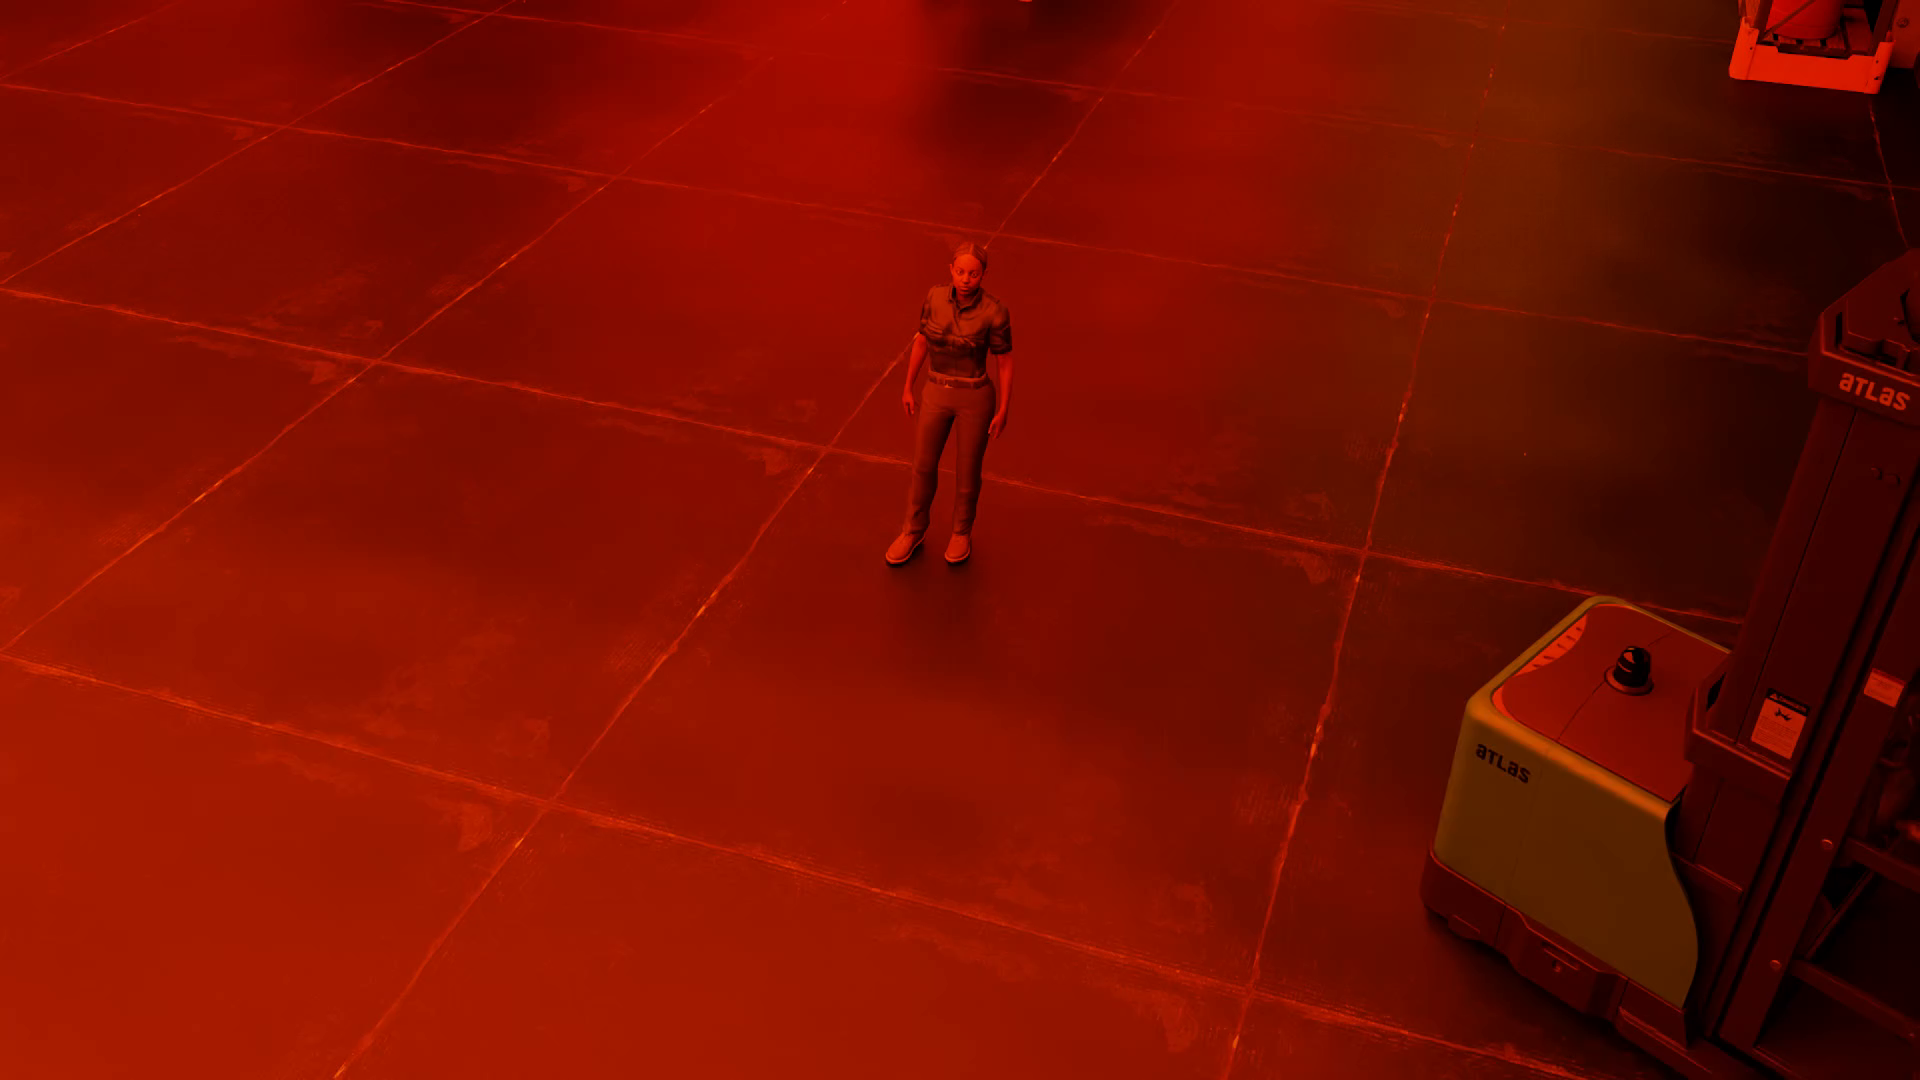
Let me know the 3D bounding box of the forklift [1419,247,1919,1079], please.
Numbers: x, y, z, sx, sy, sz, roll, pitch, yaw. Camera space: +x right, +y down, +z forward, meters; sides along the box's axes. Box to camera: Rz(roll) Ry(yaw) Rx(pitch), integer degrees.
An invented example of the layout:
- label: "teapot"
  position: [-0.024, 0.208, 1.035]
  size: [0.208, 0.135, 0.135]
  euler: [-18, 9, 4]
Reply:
- label: "forklift"
  position: [3.199, 0.677, 5.156]
  size: [1.130, 2.935, 3.031]
  euler: [-29, 45, -35]

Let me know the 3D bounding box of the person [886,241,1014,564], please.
- label: "person"
  position: [-0.047, -0.636, 8.100]
  size: [0.570, 1.656, 0.503]
  euler: [12, 37, 16]
